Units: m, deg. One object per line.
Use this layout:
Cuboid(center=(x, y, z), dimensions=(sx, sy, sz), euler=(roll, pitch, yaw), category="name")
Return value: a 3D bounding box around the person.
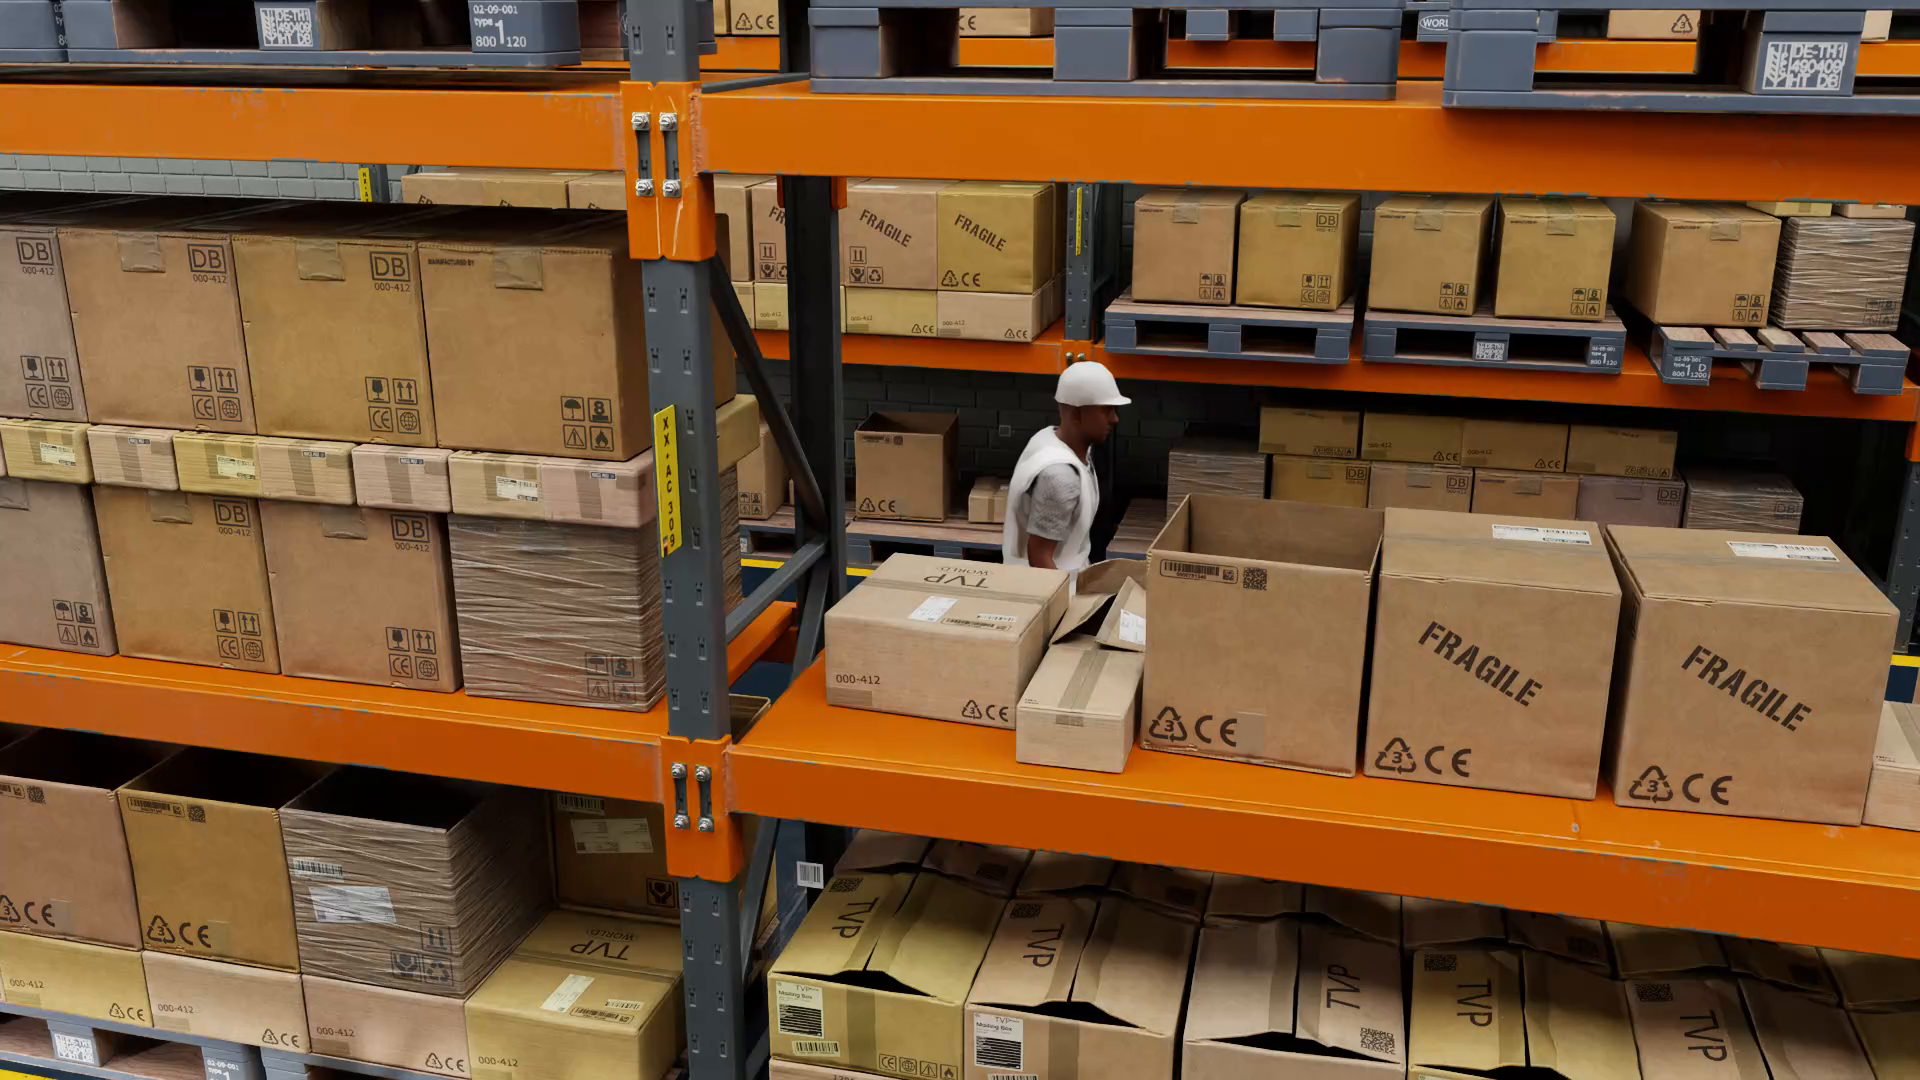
Cuboid(center=(0.381, 0.223, 6.110), dimensions=(0.446, 1.774, 0.604), euler=(4, 18, 11), category="person")
